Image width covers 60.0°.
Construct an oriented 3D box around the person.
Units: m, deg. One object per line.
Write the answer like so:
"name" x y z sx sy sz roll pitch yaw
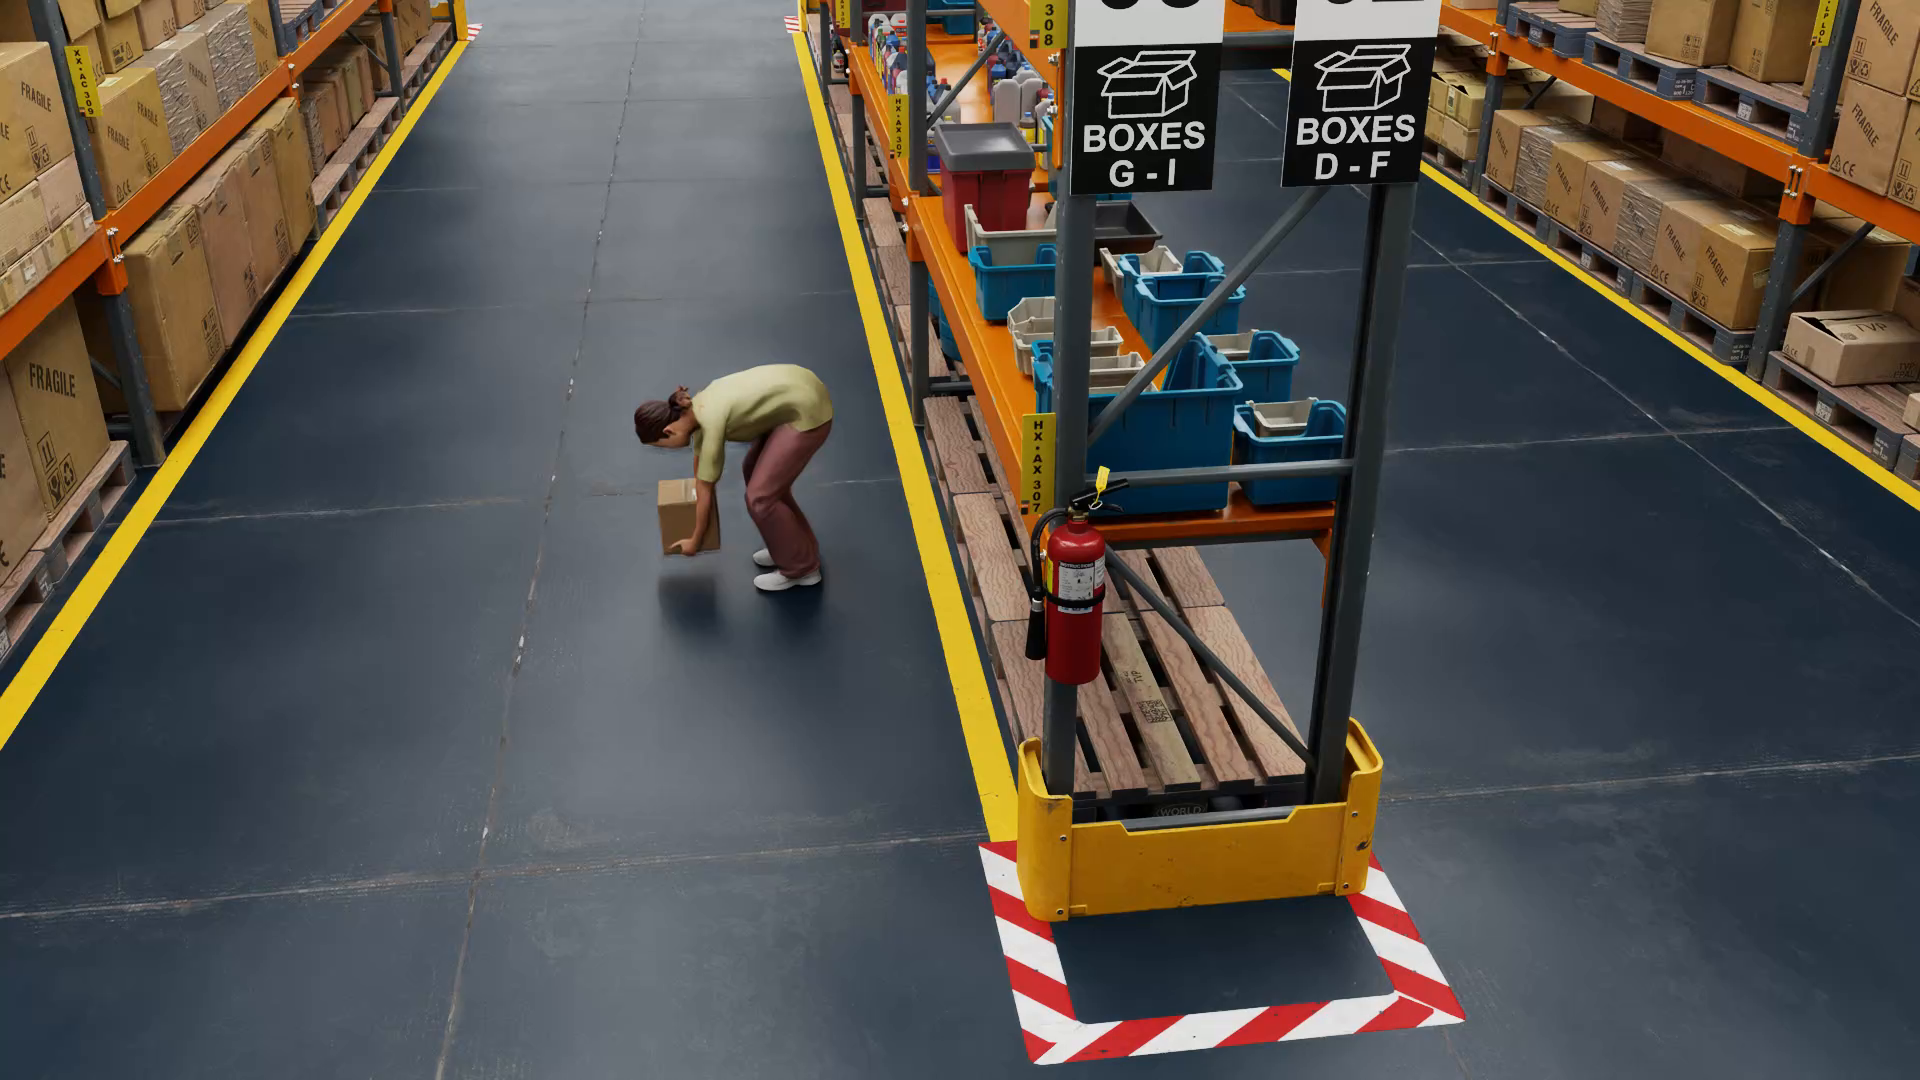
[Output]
"person" -0.982 -0.272 7.390 0.866 0.997 0.446 -5 28 -9
